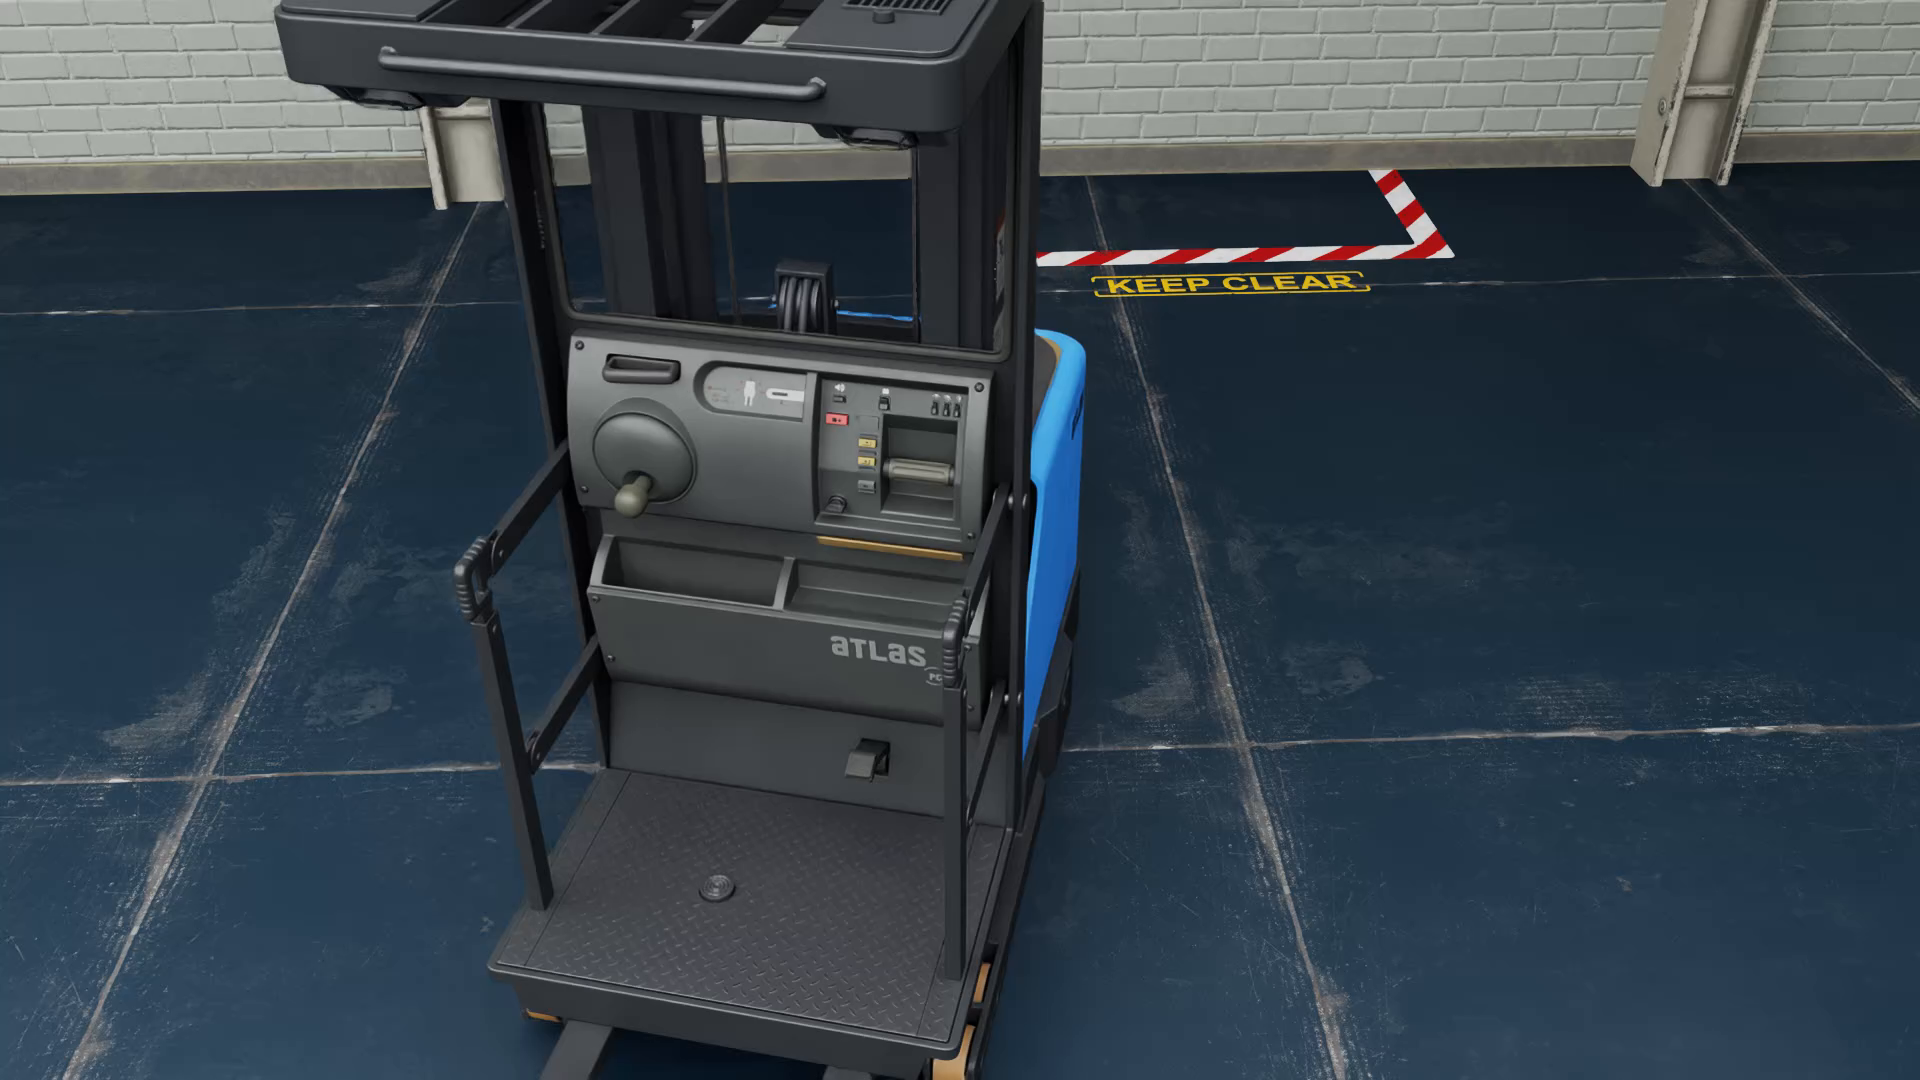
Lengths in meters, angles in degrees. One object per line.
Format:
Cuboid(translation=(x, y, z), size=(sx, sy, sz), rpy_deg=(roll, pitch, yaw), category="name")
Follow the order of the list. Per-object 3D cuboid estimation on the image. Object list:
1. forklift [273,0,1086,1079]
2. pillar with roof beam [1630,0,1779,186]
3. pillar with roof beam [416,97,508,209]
Cuboid(translation=(-0.439, -0.150, 3.391), size=(1.130, 2.935, 3.031), rpy_deg=(7, 35, 10), category="forklift")
Cuboid(translation=(3.842, -3.112, 2.339), size=(0.400, 9.000, 9.100), rpy_deg=(-2, 35, -2), category="pillar with roof beam")
Cuboid(translation=(-2.151, -2.950, 2.105), size=(0.400, 9.000, 9.100), rpy_deg=(-2, 35, -2), category="pillar with roof beam")
